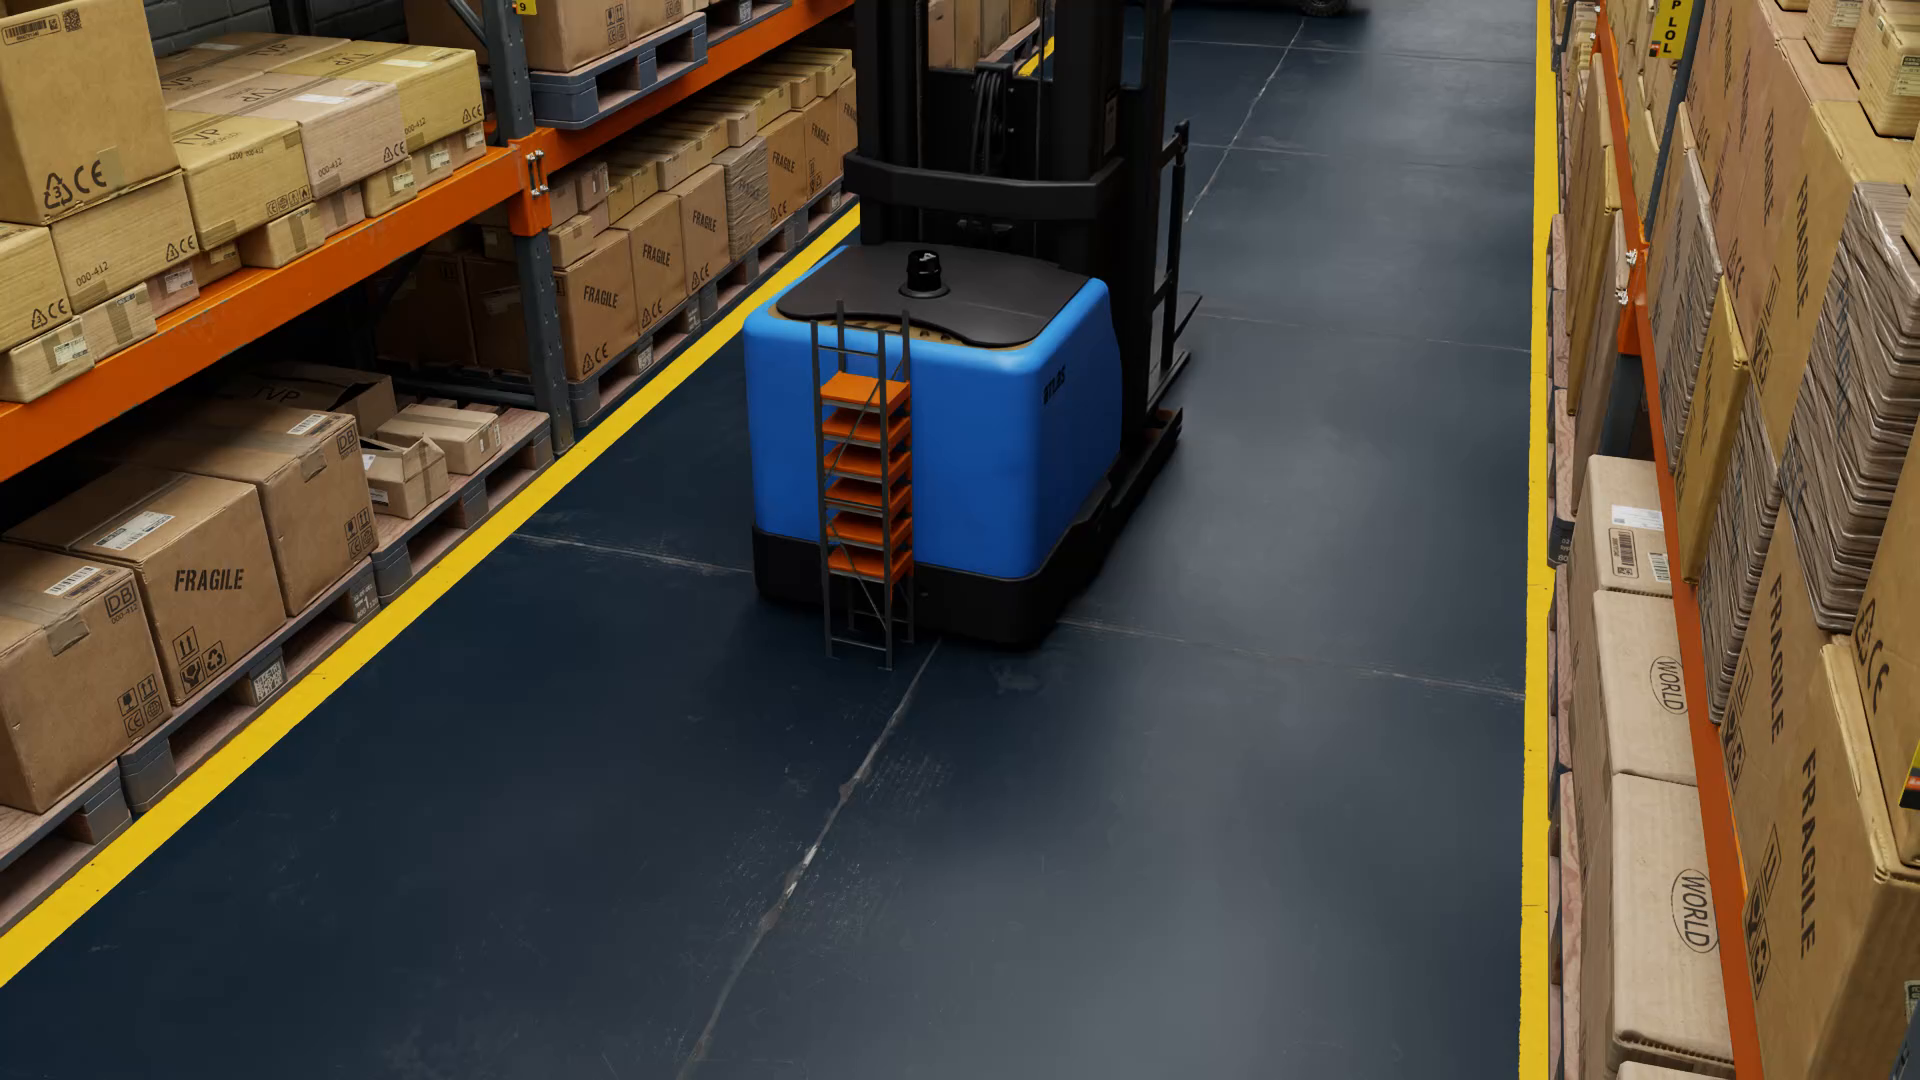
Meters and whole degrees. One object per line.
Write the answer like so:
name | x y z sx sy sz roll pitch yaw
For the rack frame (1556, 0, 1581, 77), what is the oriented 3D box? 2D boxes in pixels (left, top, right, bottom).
rack frame | 4.988 -4.762 11.724 1.000 3.000 0.127 8 30 15

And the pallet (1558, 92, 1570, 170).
pallet | 4.405 -2.612 10.728 1.003 0.211 1.213 8 30 15

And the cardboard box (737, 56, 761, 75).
cardboard box | -1.383 -2.786 9.644 0.380 0.149 0.250 10 31 17

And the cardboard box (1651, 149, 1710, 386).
cardboard box | 2.100 -0.673 4.272 0.500 0.500 0.500 9 30 15

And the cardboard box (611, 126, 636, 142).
cardboard box | -1.831 -2.058 8.336 0.380 0.149 0.250 7 30 13

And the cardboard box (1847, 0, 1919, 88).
cardboard box | 1.797 -0.864 2.920 0.380 0.149 0.250 9 30 16

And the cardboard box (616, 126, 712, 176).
cardboard box | -1.423 -1.869 7.997 0.380 0.149 0.250 10 30 17

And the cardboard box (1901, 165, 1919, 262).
cardboard box | 1.427 -0.398 2.081 0.380 0.149 0.250 8 30 14

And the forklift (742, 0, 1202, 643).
forklift | 0.286 -1.640 6.182 1.130 2.935 3.031 11 31 18

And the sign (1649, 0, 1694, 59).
sign | 2.119 -1.588 4.910 0.100 0.325 0.005 8 30 15

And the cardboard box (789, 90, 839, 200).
cardboard box | -1.007 -2.242 9.334 0.500 0.500 0.500 8 30 14

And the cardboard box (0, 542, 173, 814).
cardboard box | -2.722 0.355 4.666 0.700 0.500 0.500 10 31 17

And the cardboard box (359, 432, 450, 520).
cardboard box | -2.094 -0.272 6.034 0.396 0.266 0.258 10 30 17

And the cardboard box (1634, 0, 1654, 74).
cardboard box | 2.823 -1.911 6.240 0.500 0.250 0.500 9 30 16

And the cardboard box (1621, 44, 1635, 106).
cardboard box | 2.995 -1.932 6.791 0.500 0.250 0.500 8 30 15

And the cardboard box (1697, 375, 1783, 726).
cardboard box | 1.658 0.038 2.993 0.500 0.500 0.500 9 30 16

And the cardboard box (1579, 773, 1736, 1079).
cardboard box | 1.825 1.004 3.564 0.875 0.438 0.875 9 30 16

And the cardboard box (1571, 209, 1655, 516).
cardboard box | 2.746 -0.598 5.994 0.875 0.875 0.875 9 30 16

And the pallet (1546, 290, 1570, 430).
pallet | 3.151 -0.763 7.405 1.003 0.211 1.213 8 30 15

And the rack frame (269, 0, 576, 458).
rack frame | -2.106 -1.750 6.311 1.000 3.000 0.127 8 30 15

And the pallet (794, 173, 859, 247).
pallet | -1.187 -2.049 9.716 1.003 0.211 1.213 8 30 15

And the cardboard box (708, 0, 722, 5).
cardboard box | -1.368 -2.776 7.619 0.700 0.500 0.500 8 30 15

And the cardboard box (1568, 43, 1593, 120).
cardboard box | 4.427 -2.895 10.639 0.950 0.372 0.625 10 30 17

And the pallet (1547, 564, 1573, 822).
pallet | 2.342 0.517 5.103 1.003 0.211 1.213 8 30 15

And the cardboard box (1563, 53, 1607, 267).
cardboard box | 3.532 -1.849 8.241 0.875 0.875 0.875 8 30 14

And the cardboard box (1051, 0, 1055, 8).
cardboard box | 0.701 -4.628 13.879 0.500 0.250 0.500 9 30 15

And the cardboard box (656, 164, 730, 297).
cardboard box | -1.451 -1.514 8.026 0.500 0.500 0.500 8 30 13

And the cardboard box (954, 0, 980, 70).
cardboard box | -0.354 -3.661 11.755 0.875 0.625 0.625 7 30 13

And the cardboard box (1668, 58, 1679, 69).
cardboard box | 2.531 -1.768 5.211 0.500 0.500 0.500 9 30 16

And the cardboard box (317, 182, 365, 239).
cardboard box | -2.170 -1.090 5.382 0.380 0.149 0.250 9 30 16

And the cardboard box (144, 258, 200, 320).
cardboard box | -2.428 -0.742 4.756 0.380 0.149 0.250 8 30 15

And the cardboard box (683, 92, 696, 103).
cardboard box | -1.651 -2.426 8.998 0.380 0.149 0.250 7 30 13

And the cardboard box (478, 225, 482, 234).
cardboard box | -2.201 -1.460 7.261 0.380 0.149 0.250 9 30 15

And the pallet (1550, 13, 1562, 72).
pallet | 5.152 -3.860 12.972 1.003 0.211 1.213 8 30 15

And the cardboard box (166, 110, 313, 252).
cardboard box | -2.314 -1.078 4.951 0.500 0.250 0.500 8 30 15

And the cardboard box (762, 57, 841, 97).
cardboard box | -0.885 -2.587 9.287 0.380 0.149 0.250 7 30 12

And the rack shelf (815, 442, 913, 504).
rack shelf | -0.301 -0.219 5.254 0.258 0.103 0.180 11 31 18

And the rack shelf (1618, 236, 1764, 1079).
rack shelf | 2.053 0.200 3.545 1.077 0.370 4.000 8 30 15

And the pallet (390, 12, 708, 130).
pallet | -1.767 -2.022 6.997 1.003 0.211 1.213 8 30 15

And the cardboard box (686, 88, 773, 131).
cardboard box | -1.198 -2.239 8.661 0.380 0.149 0.250 8 30 14

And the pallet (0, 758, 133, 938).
pallet | -3.025 0.921 4.377 1.003 0.211 1.213 8 30 15

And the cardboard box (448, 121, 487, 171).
cardboard box | -1.958 -1.456 6.041 0.380 0.149 0.250 9 30 16

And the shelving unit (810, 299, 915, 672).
shelving unit | -0.301 -0.153 5.291 0.258 1.200 0.189 11 31 18

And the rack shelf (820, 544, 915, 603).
rack shelf | -0.301 0.096 5.429 0.258 0.103 0.180 11 31 18

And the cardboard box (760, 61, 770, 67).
cardboard box | -1.324 -2.544 9.878 0.500 0.500 0.500 10 31 17

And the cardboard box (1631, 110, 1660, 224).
cardboard box | 2.531 -1.223 5.517 0.500 0.250 0.500 8 30 14

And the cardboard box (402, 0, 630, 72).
cardboard box | -1.750 -2.170 6.531 0.700 0.500 0.500 9 30 16

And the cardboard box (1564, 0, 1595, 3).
cardboard box | 4.905 -4.384 12.671 0.500 0.500 0.500 8 30 14

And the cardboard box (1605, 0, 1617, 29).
cardboard box | 3.430 -2.646 8.074 0.500 0.250 0.500 8 30 14

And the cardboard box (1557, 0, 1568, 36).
cardboard box | 4.905 -4.057 12.853 0.500 0.250 0.500 10 31 17

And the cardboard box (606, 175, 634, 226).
cardboard box | -1.675 -1.514 7.359 0.380 0.149 0.250 7 30 12

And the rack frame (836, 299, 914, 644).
rack frame | -0.268 -0.194 5.365 0.240 1.200 0.006 11 31 18

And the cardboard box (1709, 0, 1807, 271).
cardboard box | 1.953 -0.867 3.592 0.500 0.500 0.500 9 30 16

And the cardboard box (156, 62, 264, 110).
cardboard box | -2.650 -1.389 5.510 0.500 0.250 0.500 8 30 14

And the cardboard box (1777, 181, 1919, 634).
cardboard box | 1.505 -0.171 2.340 0.500 0.500 0.500 9 30 15

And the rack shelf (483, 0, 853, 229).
rack shelf | -1.519 -2.365 8.156 1.077 0.370 4.000 8 30 15

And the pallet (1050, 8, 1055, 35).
pallet | 0.516 -4.613 14.325 1.003 0.211 1.213 8 30 15
